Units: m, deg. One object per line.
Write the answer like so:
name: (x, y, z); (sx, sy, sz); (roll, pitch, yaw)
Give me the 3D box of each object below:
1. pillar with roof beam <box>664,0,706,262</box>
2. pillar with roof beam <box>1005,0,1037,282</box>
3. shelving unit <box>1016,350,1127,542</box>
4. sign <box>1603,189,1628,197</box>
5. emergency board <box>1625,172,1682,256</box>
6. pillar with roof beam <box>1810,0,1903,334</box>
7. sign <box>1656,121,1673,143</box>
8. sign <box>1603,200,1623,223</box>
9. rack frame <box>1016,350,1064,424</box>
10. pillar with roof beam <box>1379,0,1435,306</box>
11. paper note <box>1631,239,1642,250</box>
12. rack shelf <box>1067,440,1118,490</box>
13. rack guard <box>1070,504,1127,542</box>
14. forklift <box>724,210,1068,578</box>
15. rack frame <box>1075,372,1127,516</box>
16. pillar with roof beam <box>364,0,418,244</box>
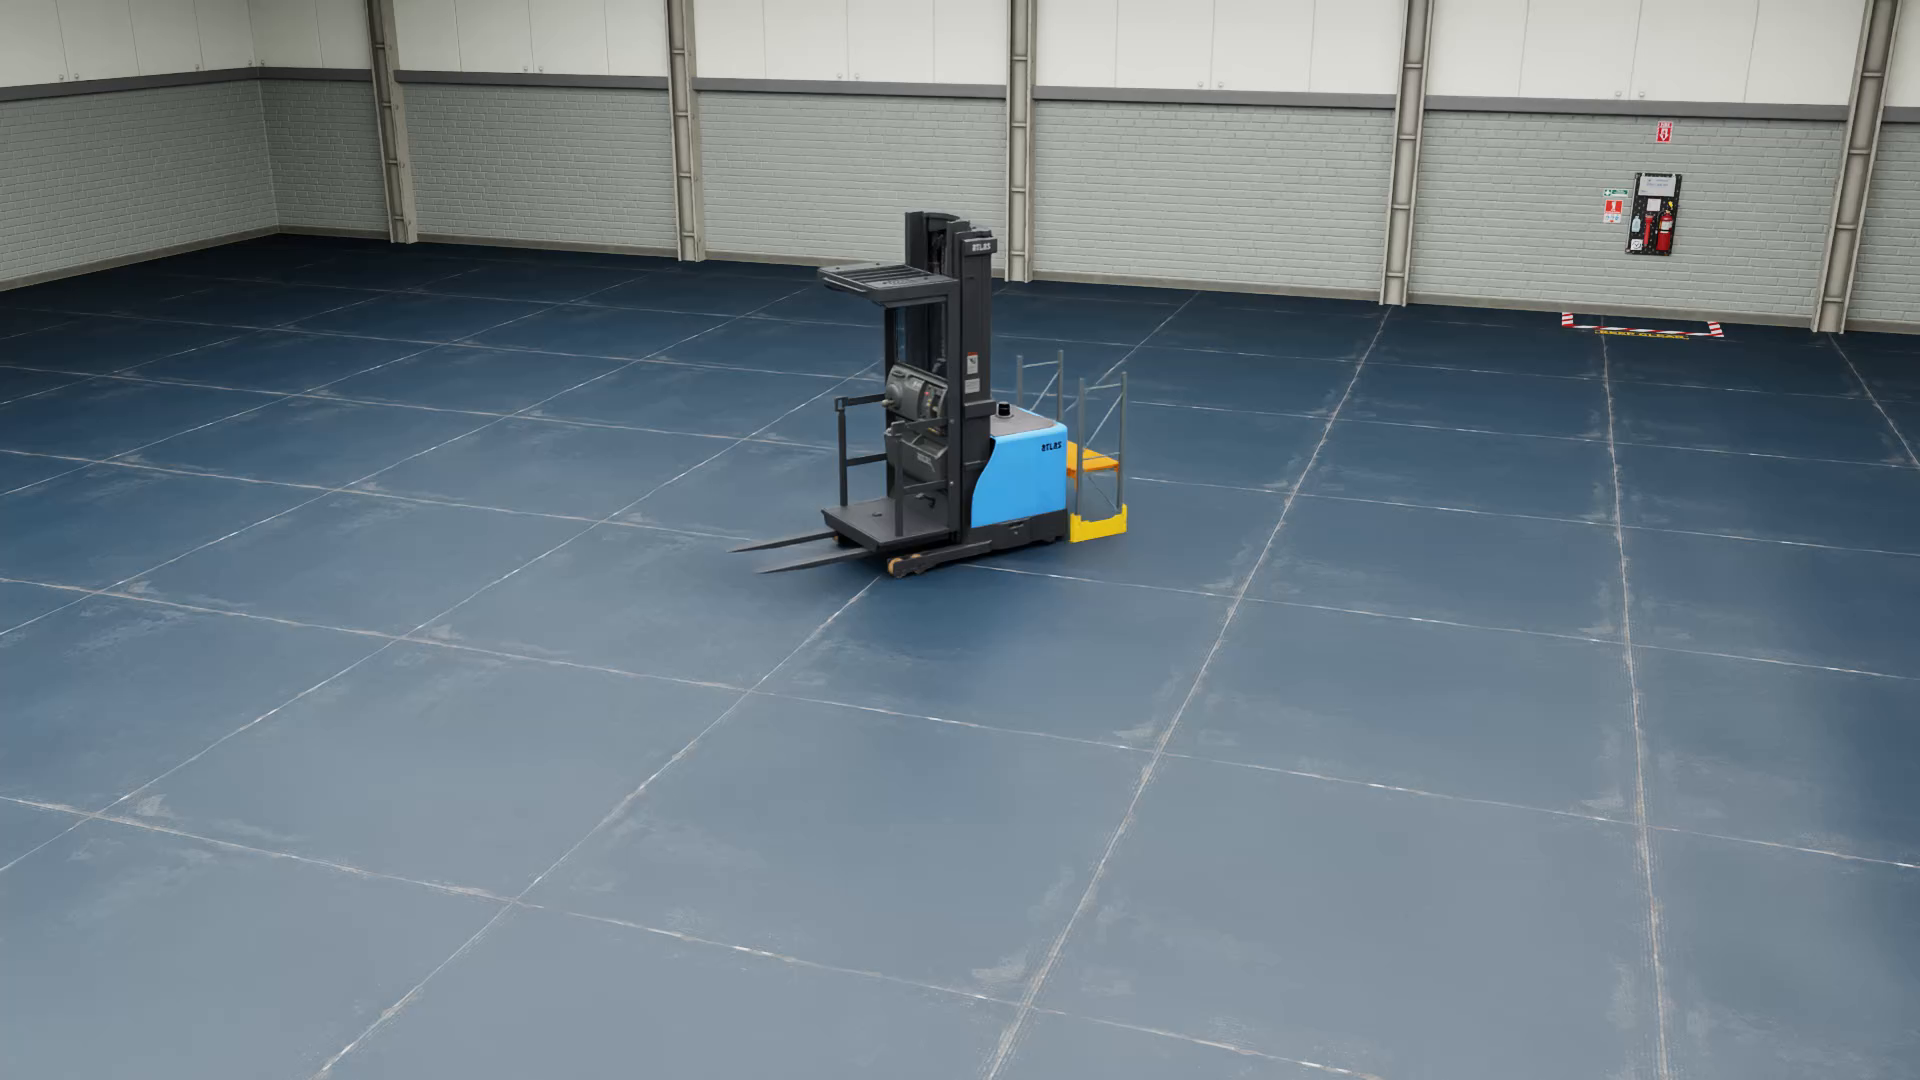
pillar with roof beam: (-6.112, -7.829, 23.863); (0.400, 9.000, 9.100); (7, 20, 18)
pillar with roof beam: (-0.444, -7.180, 22.004); (0.400, 9.000, 9.100); (7, 20, 18)
shelving unit: (1.011, -0.887, 15.341); (0.587, 1.500, 1.083); (-11, 22, -29)
sign: (9.495, -5.024, 24.074); (0.331, 0.109, 0.001); (7, 20, 18)
emergency board: (9.983, -4.669, 23.913); (0.643, 1.169, 0.194); (7, 20, 18)
pillar with roof beam: (10.892, -5.884, 18.286); (0.400, 9.000, 9.100); (7, 20, 18)
sign: (10.008, -5.795, 23.623); (0.199, 0.298, 0.001); (7, 20, 18)
sign: (9.494, -4.777, 24.170); (0.234, 0.329, 0.001); (7, 20, 18)
rack frame: (0.749, -1.034, 15.762); (0.500, 1.500, 0.032); (-11, 22, -29)
pillar with roof beam: (5.224, -6.532, 20.145); (0.400, 9.000, 9.100); (7, 20, 18)
paper note: (9.838, -4.293, 24.174); (0.142, 0.148, 0.016); (7, 20, 18)
rack shelf: (1.006, -0.720, 15.407); (0.538, 0.185, 1.000); (-11, 22, -29)
rack guard: (1.263, -0.156, 15.141); (0.587, 0.250, 0.087); (-11, 22, -29)
forklift: (-0.552, -1.260, 14.239); (3.031, 2.935, 1.130); (-12, 22, -30)
rack frame: (1.265, -0.746, 14.935); (0.500, 1.500, 0.032); (-11, 22, -29)
pillar with roof beam: (-11.779, -8.477, 25.723); (0.400, 9.000, 9.100); (7, 20, 18)
